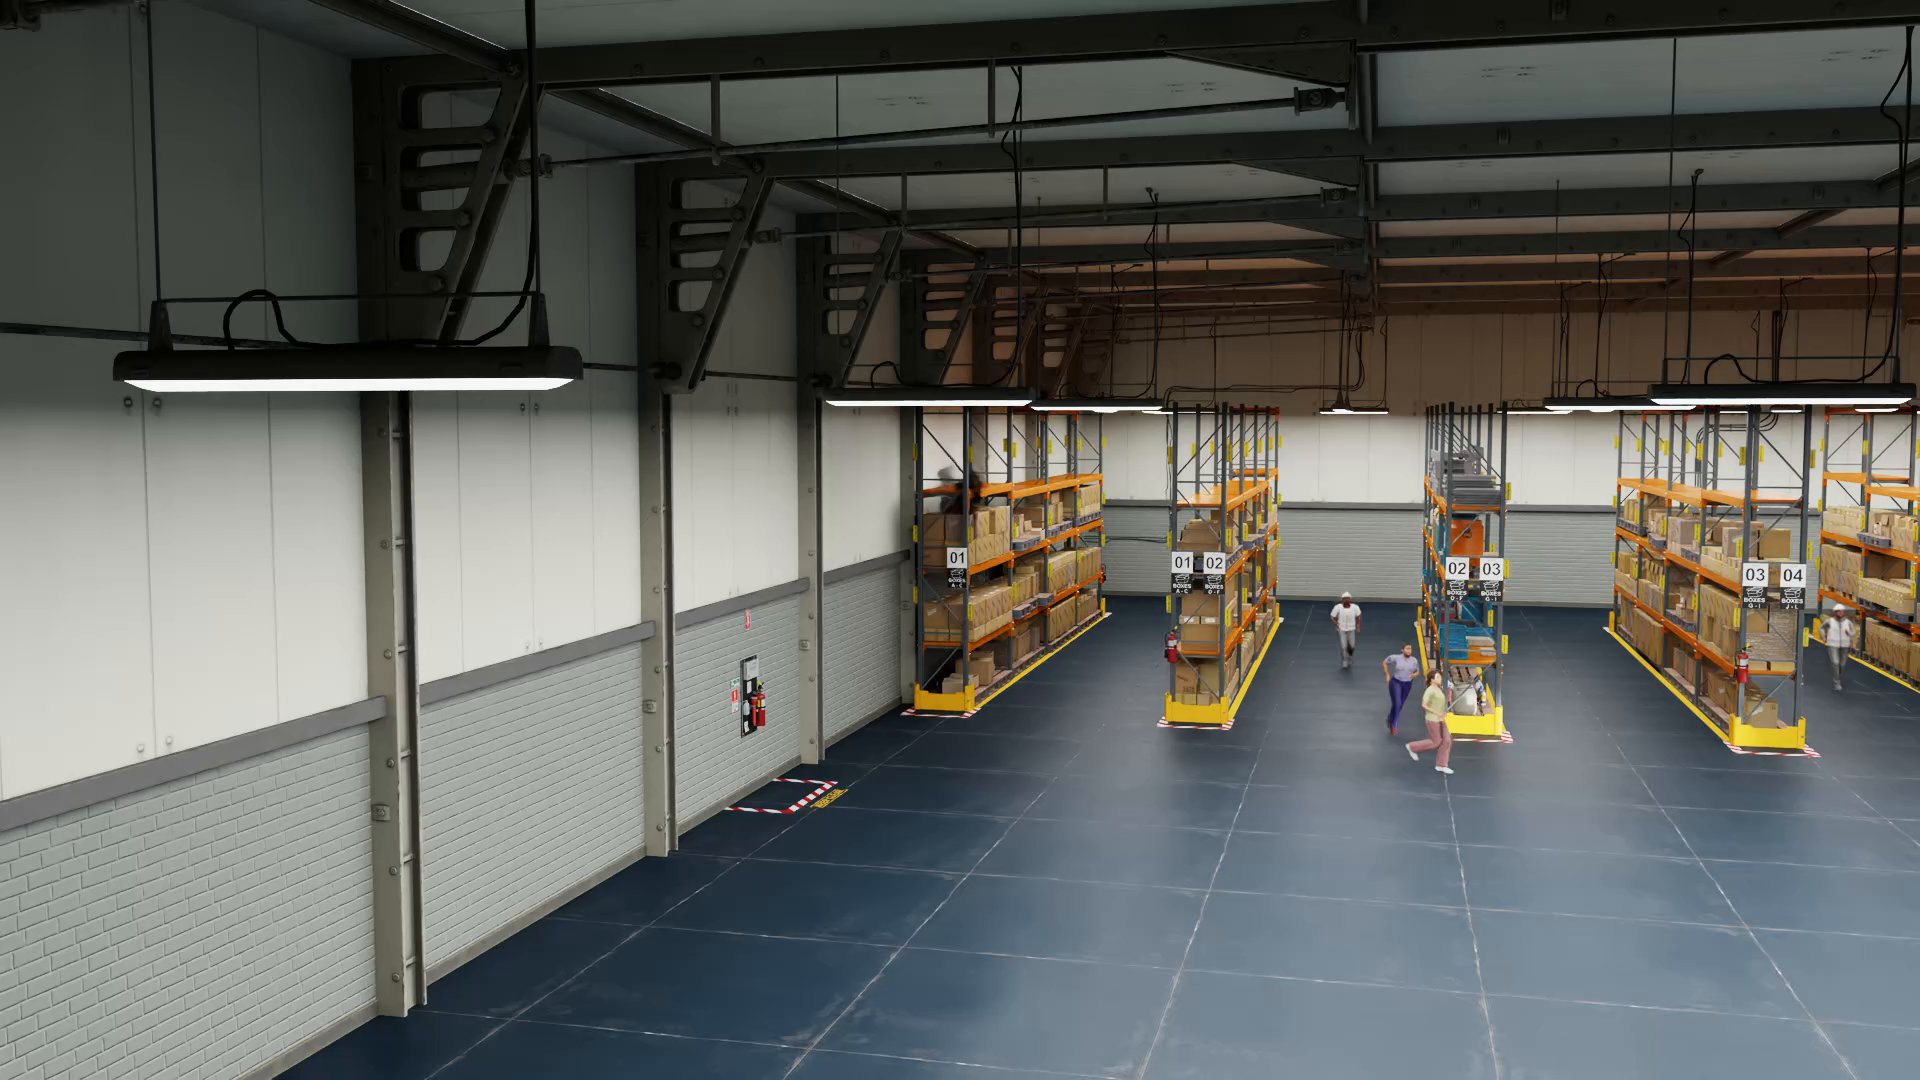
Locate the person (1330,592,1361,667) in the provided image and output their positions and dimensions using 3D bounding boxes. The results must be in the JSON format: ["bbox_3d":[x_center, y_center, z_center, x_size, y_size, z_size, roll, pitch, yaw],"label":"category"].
[{"bbox_3d":[8.804,2.052,37.936,0.712,1.725,0.573,1,4,8],"label":"person"}]

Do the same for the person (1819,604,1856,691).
[{"bbox_3d":[18.467,2.230,34.973,0.655,1.761,0.966,1,4,11],"label":"person"}]

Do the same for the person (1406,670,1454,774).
[{"bbox_3d":[7.644,2.924,26.932,0.791,1.654,0.579,3,5,38],"label":"person"}]

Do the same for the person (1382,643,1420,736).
[{"bbox_3d":[8.021,2.691,30.235,0.631,1.673,0.799,-1,4,-9],"label":"person"}]
